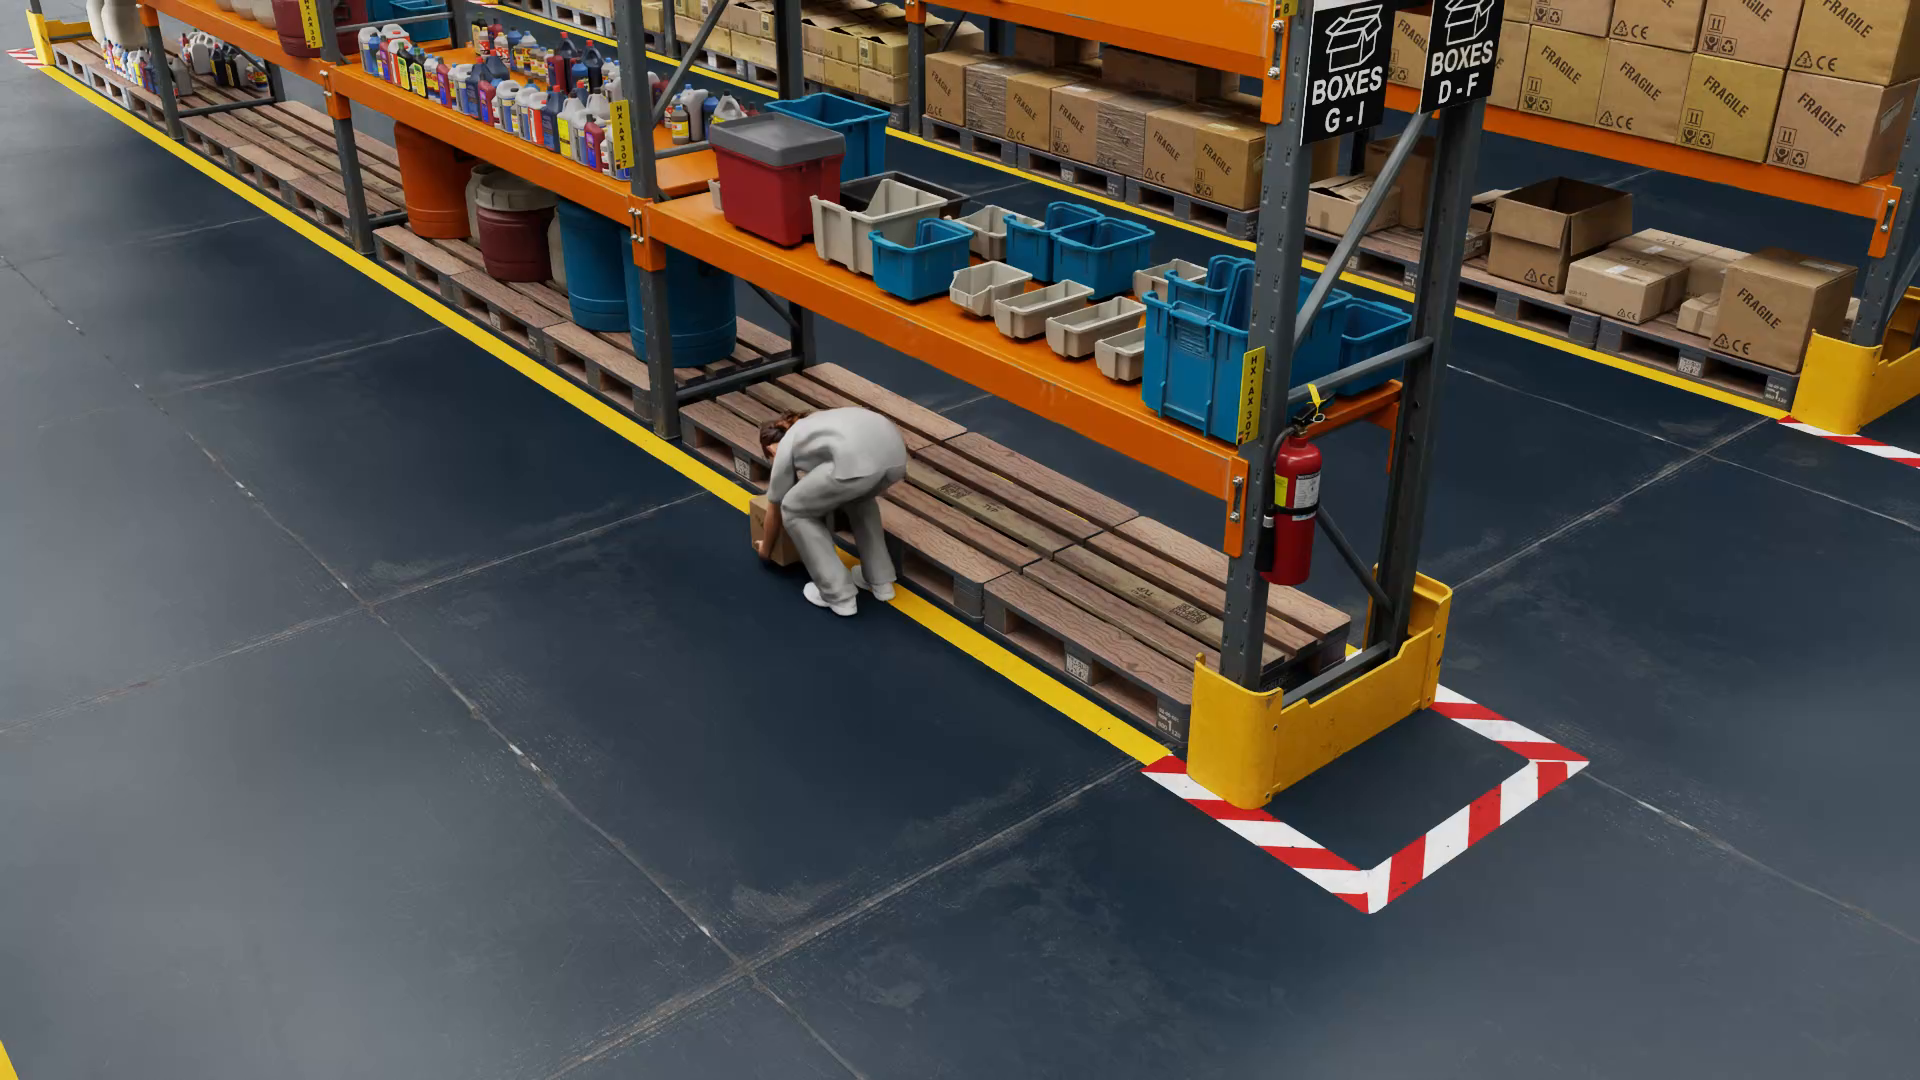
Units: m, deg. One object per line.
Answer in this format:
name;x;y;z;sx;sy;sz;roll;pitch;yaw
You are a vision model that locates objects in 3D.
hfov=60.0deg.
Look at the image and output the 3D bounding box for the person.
person;-0.588;-0.194;7.307;0.471;0.893;0.849;-24;36;-37
